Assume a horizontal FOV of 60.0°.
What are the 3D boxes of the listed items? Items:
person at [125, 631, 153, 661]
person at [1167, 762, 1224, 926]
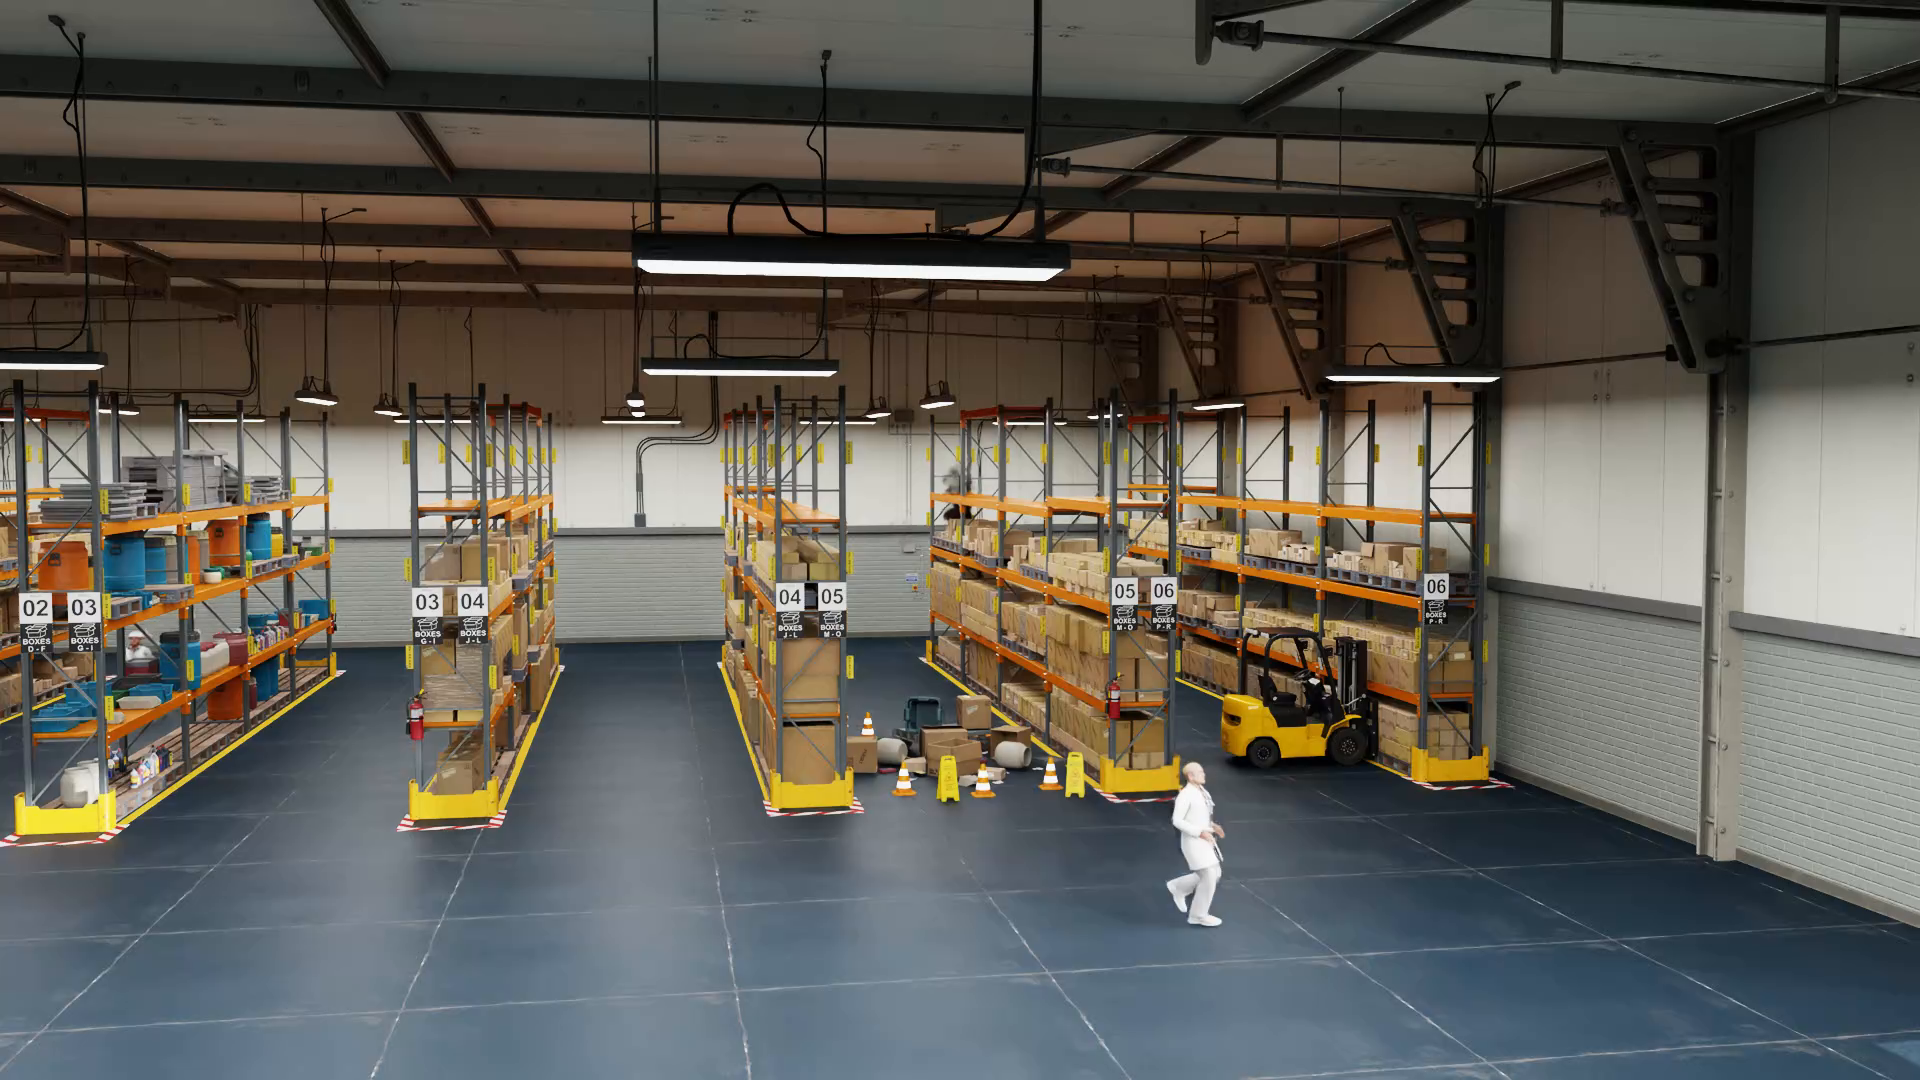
[{"bbox_3d":[-15.088,2.558,30.456,0.652,1.800,0.806,-1,3,-10],"label":"person"},{"bbox_3d":[2.493,3.233,17.759,0.670,1.724,0.708,2,3,29],"label":"person"}]
